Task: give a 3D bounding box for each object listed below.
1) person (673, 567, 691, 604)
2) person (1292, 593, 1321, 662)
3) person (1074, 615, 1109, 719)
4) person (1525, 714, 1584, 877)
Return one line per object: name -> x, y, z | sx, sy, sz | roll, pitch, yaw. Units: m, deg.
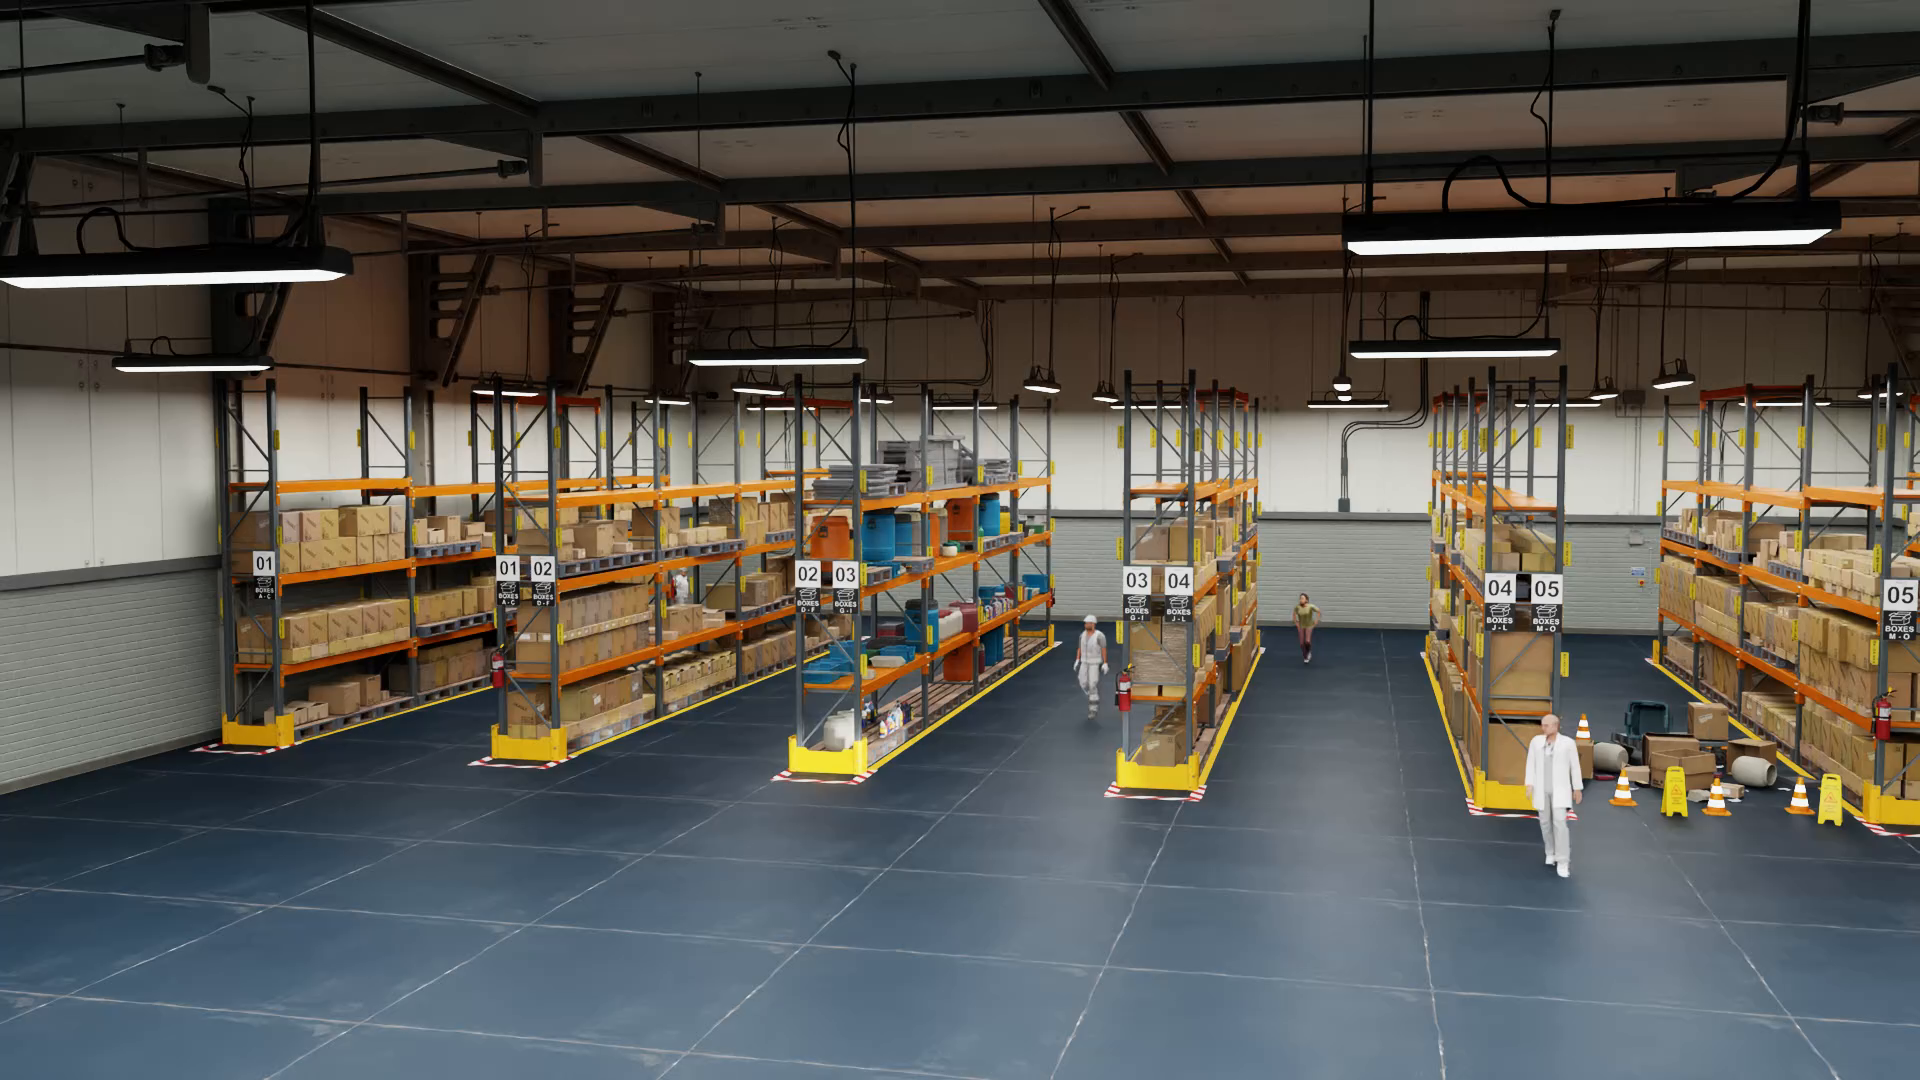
person -> -7.378, 1.548, 43.921 | 0.503, 1.699, 0.492 | 2, 4, 24
person -> 7.794, 1.973, 37.369 | 0.626, 1.581, 0.676 | 1, 4, 21
person -> 2.288, 2.247, 29.700 | 0.619, 1.789, 0.638 | 3, 5, 41
person -> 6.907, 2.952, 19.472 | 0.662, 1.794, 0.705 | 3, 5, 41
